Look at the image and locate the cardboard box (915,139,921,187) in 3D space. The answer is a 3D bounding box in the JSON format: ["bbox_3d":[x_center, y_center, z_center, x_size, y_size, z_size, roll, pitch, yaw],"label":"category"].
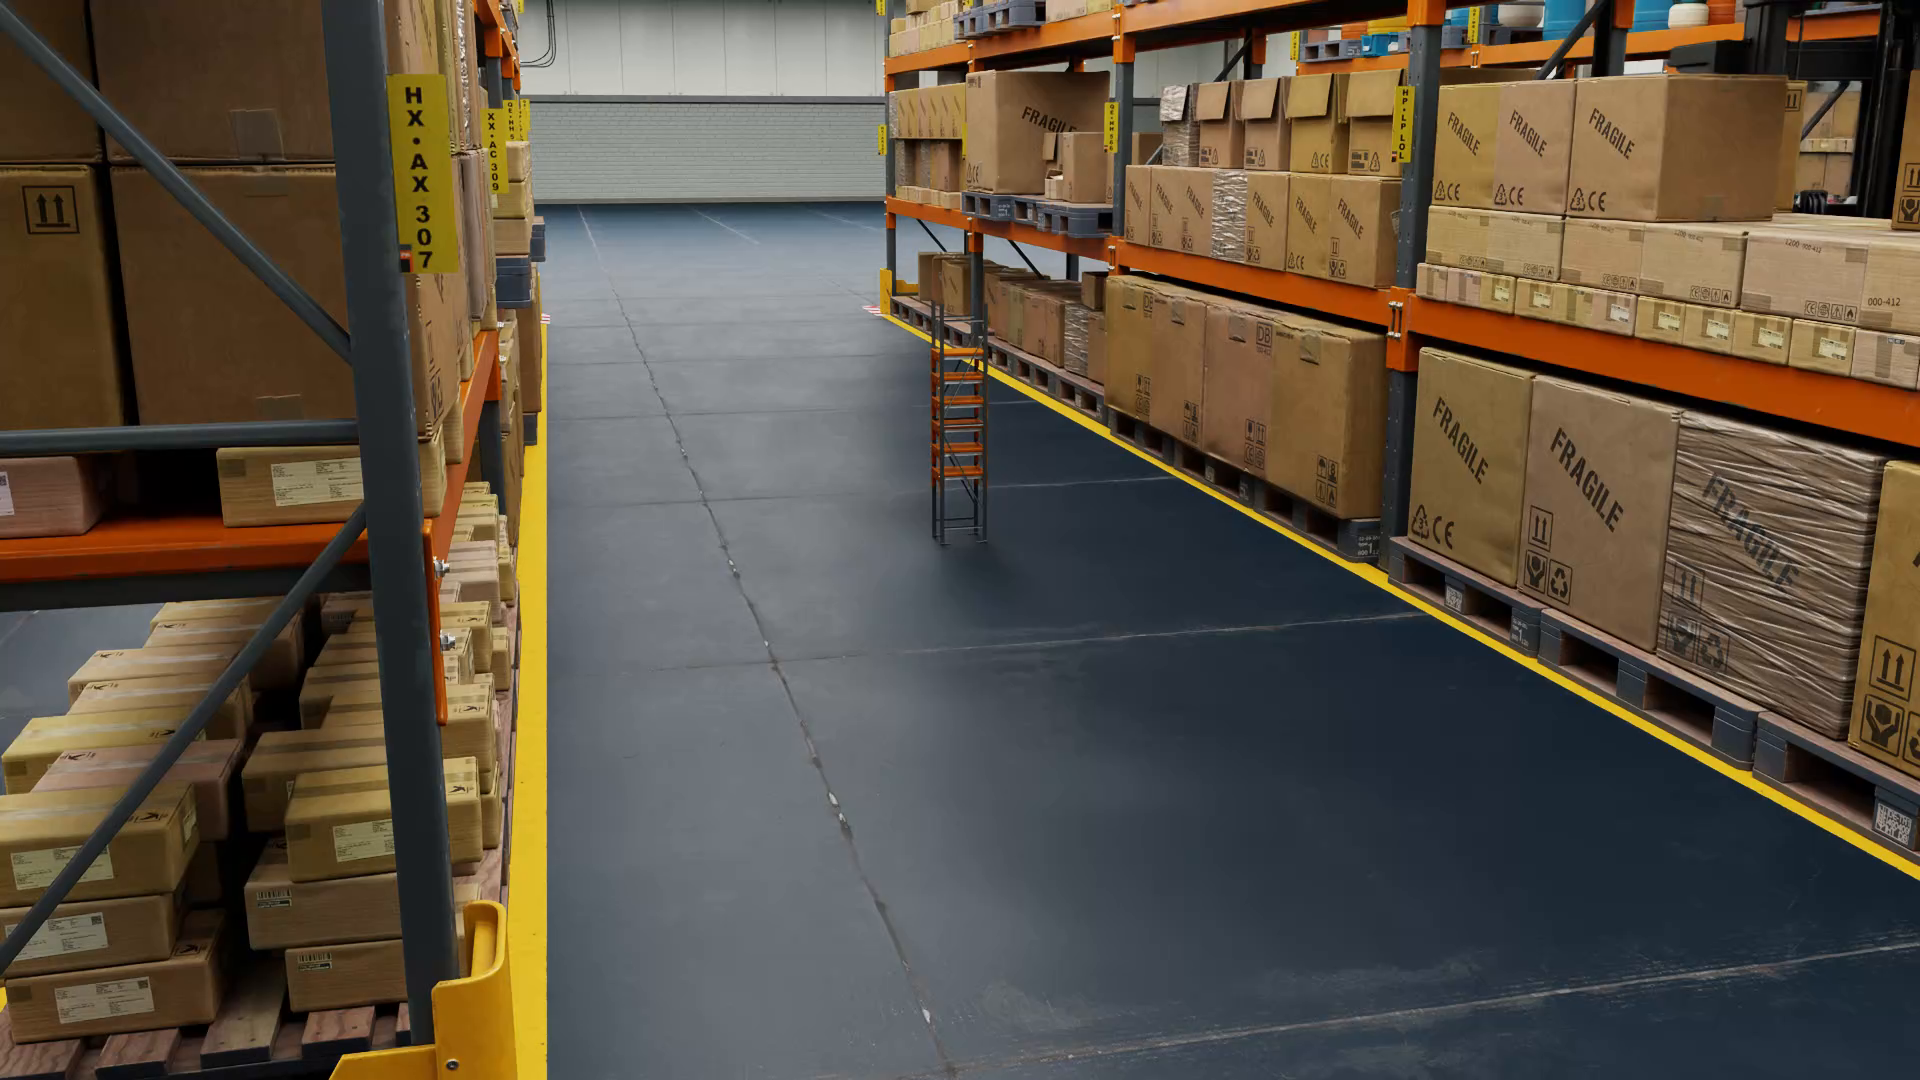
[{"bbox_3d":[-0.006,-4.060,17.888,0.875,0.500,0.500,-3,14,-13],"label":"cardboard box"}]

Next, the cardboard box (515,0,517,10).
[{"bbox_3d":[-4.684,-5.420,16.563,0.500,0.250,0.500,-3,14,-13],"label":"cardboard box"}]

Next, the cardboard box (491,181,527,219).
[{"bbox_3d":[-2.014,-1.426,6.960,0.380,0.149,0.250,-3,14,-12],"label":"cardboard box"}]

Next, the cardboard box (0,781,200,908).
[{"bbox_3d":[-1.800,0.624,3.421,0.380,0.149,0.250,-3,14,-13],"label":"cardboard box"}]

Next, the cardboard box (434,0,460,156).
[{"bbox_3d":[-1.502,-1.194,4.051,0.500,0.500,0.500,-4,14,-14],"label":"cardboard box"}]

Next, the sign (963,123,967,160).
[{"bbox_3d":[0.072,-3.570,14.895,0.100,0.325,0.005,-3,14,-13],"label":"sign"}]

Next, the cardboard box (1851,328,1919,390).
[{"bbox_3d":[2.833,-0.531,4.808,0.380,0.149,0.250,-3,14,-12],"label":"cardboard box"}]

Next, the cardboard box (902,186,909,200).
[{"bbox_3d":[-0.423,-3.786,18.132,0.380,0.149,0.250,-3,14,-13],"label":"cardboard box"}]

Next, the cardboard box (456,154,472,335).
[{"bbox_3d":[-1.645,-0.825,4.646,0.500,0.500,0.500,-4,14,-15],"label":"cardboard box"}]

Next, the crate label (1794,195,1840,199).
[{"bbox_3d":[6.617,-2.571,12.985,0.303,0.233,0.416,-3,14,-13],"label":"crate label"}]

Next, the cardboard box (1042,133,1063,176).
[{"bbox_3d":[1.094,-3.041,13.451,0.797,0.503,0.637,-2,14,-7],"label":"cardboard box"}]

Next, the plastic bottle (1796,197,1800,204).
[{"bbox_3d":[6.139,-2.357,12.014,0.152,0.276,0.135,-3,14,-13],"label":"plastic bottle"}]

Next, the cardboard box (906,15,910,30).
[{"bbox_3d":[-0.362,-5.422,17.457,0.380,0.149,0.250,-3,14,-11],"label":"cardboard box"}]

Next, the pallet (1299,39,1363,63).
[{"bbox_3d":[4.572,-5.549,18.899,1.003,0.211,1.213,-3,14,-13],"label":"pallet"}]

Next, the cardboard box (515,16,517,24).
[{"bbox_3d":[-4.540,-5.146,16.284,0.380,0.149,0.250,-3,14,-14],"label":"cardboard box"}]

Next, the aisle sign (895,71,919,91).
[{"bbox_3d":[-0.648,-5.365,18.587,0.394,0.787,0.004,-3,14,-13],"label":"aisle sign"}]

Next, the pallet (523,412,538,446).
[{"bbox_3d":[-3.420,-0.837,11.408,1.003,0.211,1.213,-3,14,-13],"label":"pallet"}]

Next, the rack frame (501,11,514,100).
[{"bbox_3d":[-4.248,-2.928,14.093,1.000,3.000,0.127,-3,14,-13],"label":"rack frame"}]

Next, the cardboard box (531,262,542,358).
[{"bbox_3d":[-4.014,-1.901,13.744,1.050,0.750,0.750,-3,14,-13],"label":"cardboard box"}]

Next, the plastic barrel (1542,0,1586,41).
[{"bbox_3d":[5.742,-5.053,15.413,0.600,0.901,0.708,-3,14,-13],"label":"plastic barrel"}]

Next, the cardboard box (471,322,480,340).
[{"bbox_3d":[-1.903,-0.790,5.868,0.380,0.149,0.250,-3,14,-11],"label":"cardboard box"}]

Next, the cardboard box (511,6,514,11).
[{"bbox_3d":[-4.123,-4.736,14.606,0.380,0.149,0.250,-3,14,-13],"label":"cardboard box"}]

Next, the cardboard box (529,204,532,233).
[{"bbox_3d":[-2.382,-1.640,8.466,0.380,0.149,0.250,-4,14,-16],"label":"cardboard box"}]

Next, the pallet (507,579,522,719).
[{"bbox_3d":[-2.177,0.425,6.243,1.003,0.211,1.213,-3,14,-13],"label":"pallet"}]

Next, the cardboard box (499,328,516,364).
[{"bbox_3d":[-2.659,-0.982,8.930,0.500,0.250,0.500,-3,14,-12],"label":"cardboard box"}]

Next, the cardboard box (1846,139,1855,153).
[{"bbox_3d":[9.835,-4.265,17.985,0.380,0.149,0.250,-4,14,-15],"label":"cardboard box"}]

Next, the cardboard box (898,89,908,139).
[{"bbox_3d":[-0.367,-4.525,17.685,0.500,0.500,0.500,-3,14,-13],"label":"cardboard box"}]

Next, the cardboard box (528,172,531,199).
[{"bbox_3d":[-2.445,-1.846,8.680,0.380,0.149,0.250,-3,14,-12],"label":"cardboard box"}]

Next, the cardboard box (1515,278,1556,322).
[{"bbox_3d":[2.410,-0.945,6.505,0.380,0.149,0.250,-4,14,-15],"label":"cardboard box"}]

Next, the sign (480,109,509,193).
[{"bbox_3d":[-1.843,-1.535,6.567,0.100,0.325,0.005,-3,14,-13],"label":"sign"}]

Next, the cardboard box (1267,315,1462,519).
[{"bbox_3d":[2.306,-0.654,8.377,1.225,0.875,0.875,-3,14,-13],"label":"cardboard box"}]

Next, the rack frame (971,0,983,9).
[{"bbox_3d":[0.597,-6.096,14.417,1.000,3.000,0.127,-3,14,-13],"label":"rack frame"}]

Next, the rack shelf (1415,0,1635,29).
[{"bbox_3d":[2.946,-1.982,5.416,1.077,0.370,4.000,-3,14,-13],"label":"rack shelf"}]

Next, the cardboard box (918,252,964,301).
[{"bbox_3d":[-0.212,-2.949,18.559,0.500,0.500,0.500,-1,14,-3],"label":"cardboard box"}]

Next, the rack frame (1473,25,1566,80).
[{"bbox_3d":[5.412,-3.457,16.259,1.000,3.000,0.127,-3,14,-13],"label":"rack frame"}]

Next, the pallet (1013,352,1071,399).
[{"bbox_3d":[1.072,-1.365,13.571,1.003,0.211,1.213,-3,14,-13],"label":"pallet"}]

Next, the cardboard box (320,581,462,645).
[{"bbox_3d":[-1.703,0.237,5.005,0.380,0.149,0.250,-3,14,-13],"label":"cardboard box"}]

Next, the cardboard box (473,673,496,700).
[{"bbox_3d":[-1.618,0.526,5.075,0.380,0.149,0.250,-3,14,-13],"label":"cardboard box"}]

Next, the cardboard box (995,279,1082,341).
[{"bbox_3d":[0.721,-2.038,14.789,0.700,0.500,0.500,-4,14,-18],"label":"cardboard box"}]

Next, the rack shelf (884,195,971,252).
[{"bbox_3d":[0.128,-3.293,17.103,1.077,0.370,4.000,-3,14,-13],"label":"rack shelf"}]

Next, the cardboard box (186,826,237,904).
[{"bbox_3d":[-1.840,0.707,3.707,0.380,0.149,0.250,-4,14,-14],"label":"cardboard box"}]

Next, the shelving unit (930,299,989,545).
[{"bbox_3d":[-0.003,-0.586,8.298,0.258,1.200,0.189,-3,14,-13],"label":"shelving unit"}]

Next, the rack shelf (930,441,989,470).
[{"bbox_3d":[-0.003,-0.426,8.337,0.258,0.103,0.180,-3,14,-13],"label":"rack shelf"}]

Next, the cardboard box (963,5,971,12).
[{"bbox_3d":[0.240,-4.818,14.984,0.380,0.149,0.250,-3,14,-11],"label":"cardboard box"}]

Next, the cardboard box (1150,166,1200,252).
[{"bbox_3d":[1.510,-2.061,10.332,0.500,0.500,0.500,-4,14,-15],"label":"cardboard box"}]

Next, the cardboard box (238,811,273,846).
[{"bbox_3d":[-1.963,0.735,4.218,0.380,0.149,0.250,-3,14,-13],"label":"cardboard box"}]

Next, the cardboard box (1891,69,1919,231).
[{"bbox_3d":[3.320,-1.209,5.166,0.500,0.500,0.500,-4,14,-15],"label":"cardboard box"}]

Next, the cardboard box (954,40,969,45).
[{"bbox_3d":[0.237,-4.656,15.161,0.500,0.250,0.500,-3,14,-11],"label":"cardboard box"}]

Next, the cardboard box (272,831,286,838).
[{"bbox_3d":[-1.456,0.623,4.050,0.380,0.149,0.250,-3,14,-12],"label":"cardboard box"}]

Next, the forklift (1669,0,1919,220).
[{"bbox_3d":[4.700,-1.796,9.601,1.130,2.935,3.031,1,14,4],"label":"forklift"}]

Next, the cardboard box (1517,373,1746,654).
[{"bbox_3d":[2.765,-0.143,6.286,0.875,0.875,0.875,-3,14,-13],"label":"cardboard box"}]

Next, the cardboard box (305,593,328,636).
[{"bbox_3d":[-2.167,0.203,5.144,0.380,0.149,0.250,-4,14,-16],"label":"cardboard box"}]

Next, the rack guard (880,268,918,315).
[{"bbox_3d":[-0.324,-2.872,19.131,1.175,0.500,0.348,-3,14,-13],"label":"rack guard"}]

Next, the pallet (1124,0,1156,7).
[{"bbox_3d":[1.740,-3.478,10.422,1.213,0.211,1.003,-3,14,-11],"label":"pallet"}]

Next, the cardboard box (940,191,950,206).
[{"bbox_3d":[0.016,-3.384,16.486,0.380,0.149,0.250,-3,14,-13],"label":"cardboard box"}]

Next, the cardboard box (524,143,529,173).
[{"bbox_3d":[-2.319,-1.868,8.145,0.380,0.149,0.250,-3,14,-11],"label":"cardboard box"}]
